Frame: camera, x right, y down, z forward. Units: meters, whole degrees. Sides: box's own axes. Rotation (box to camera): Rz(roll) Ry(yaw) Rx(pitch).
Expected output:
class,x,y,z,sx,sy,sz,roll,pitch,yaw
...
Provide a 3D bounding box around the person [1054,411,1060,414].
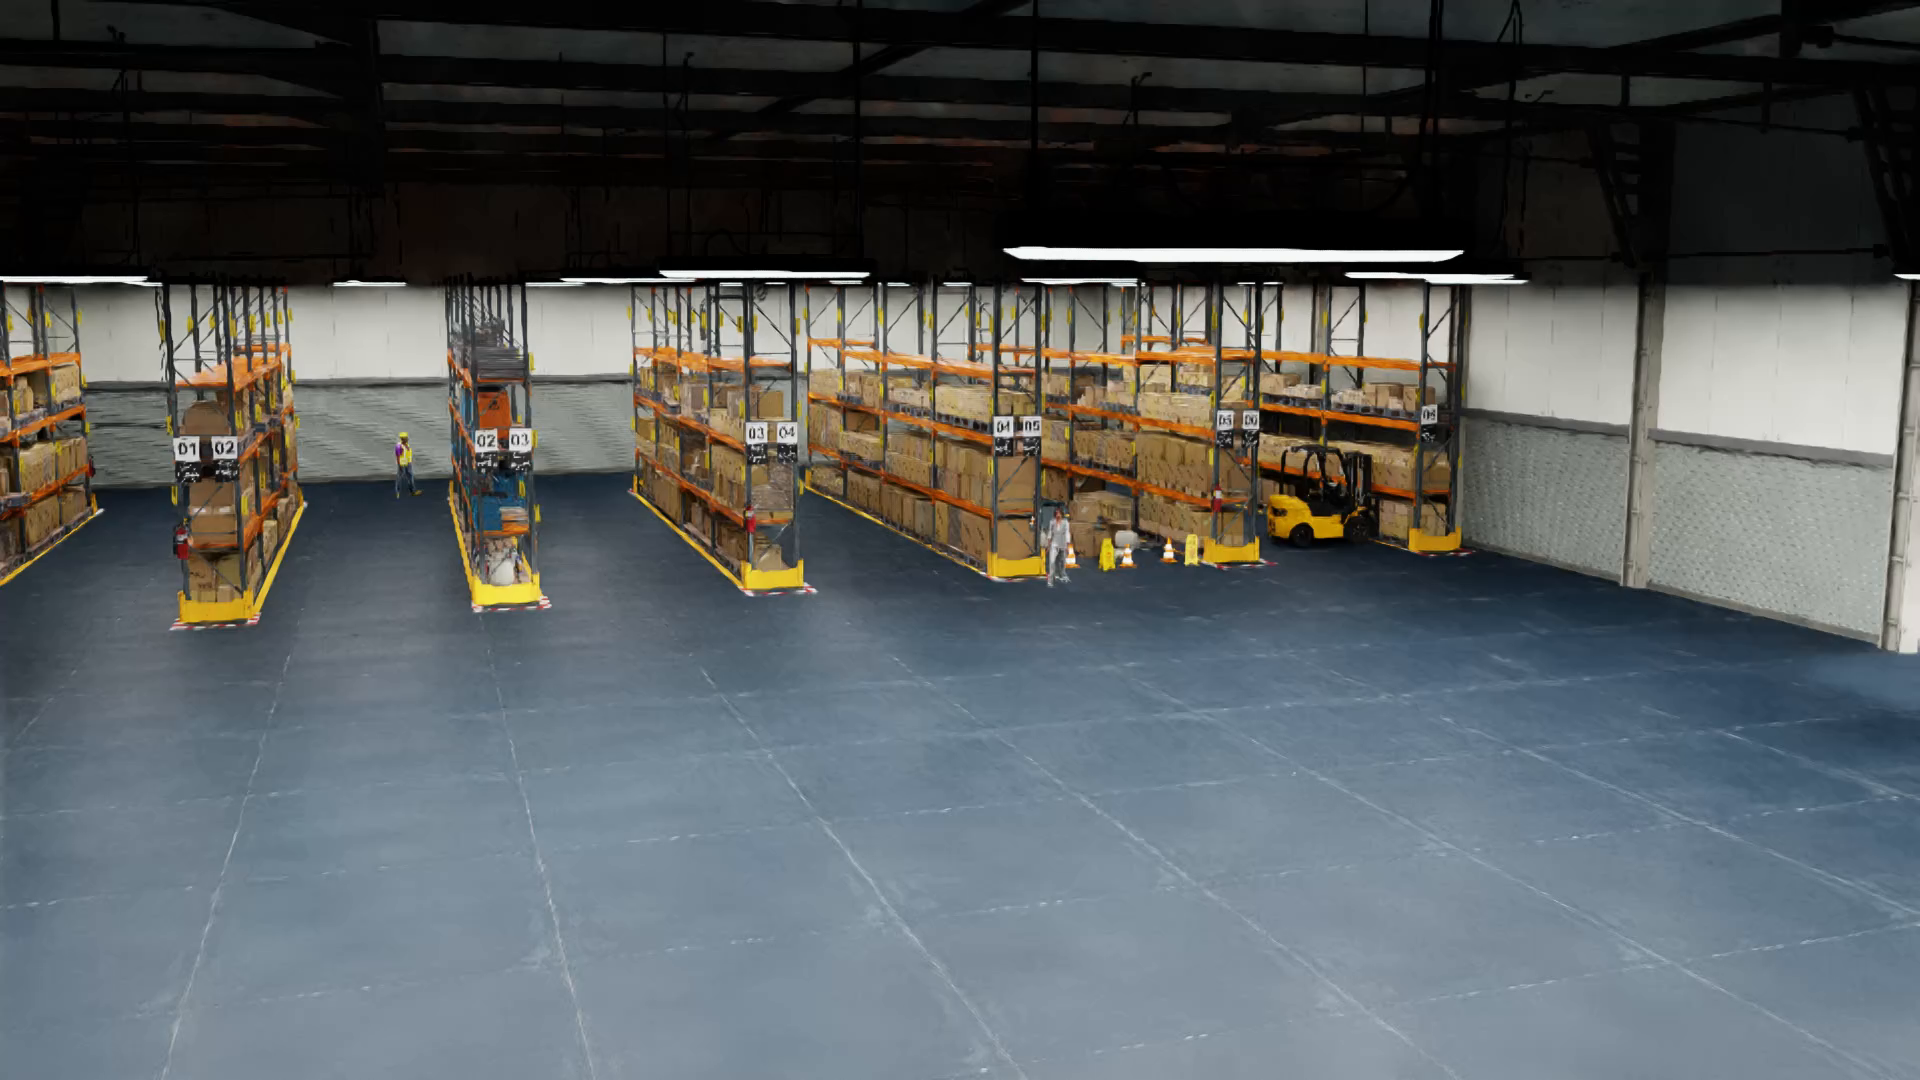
class,x,y,z,sx,sy,sz,roll,pitch,yaw
person,3.319,-3.500,55.619,0.576,1.654,0.491,6,11,36

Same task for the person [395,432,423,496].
class,x,y,z,sx,sy,sz,roll,pitch,yaw
person,-15.371,-2.109,46.108,0.533,1.756,0.732,3,9,18

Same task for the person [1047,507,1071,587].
class,x,y,z,sx,sy,sz,roll,pitch,yaw
person,1.916,0.111,32.230,0.457,1.543,0.884,1,9,6
